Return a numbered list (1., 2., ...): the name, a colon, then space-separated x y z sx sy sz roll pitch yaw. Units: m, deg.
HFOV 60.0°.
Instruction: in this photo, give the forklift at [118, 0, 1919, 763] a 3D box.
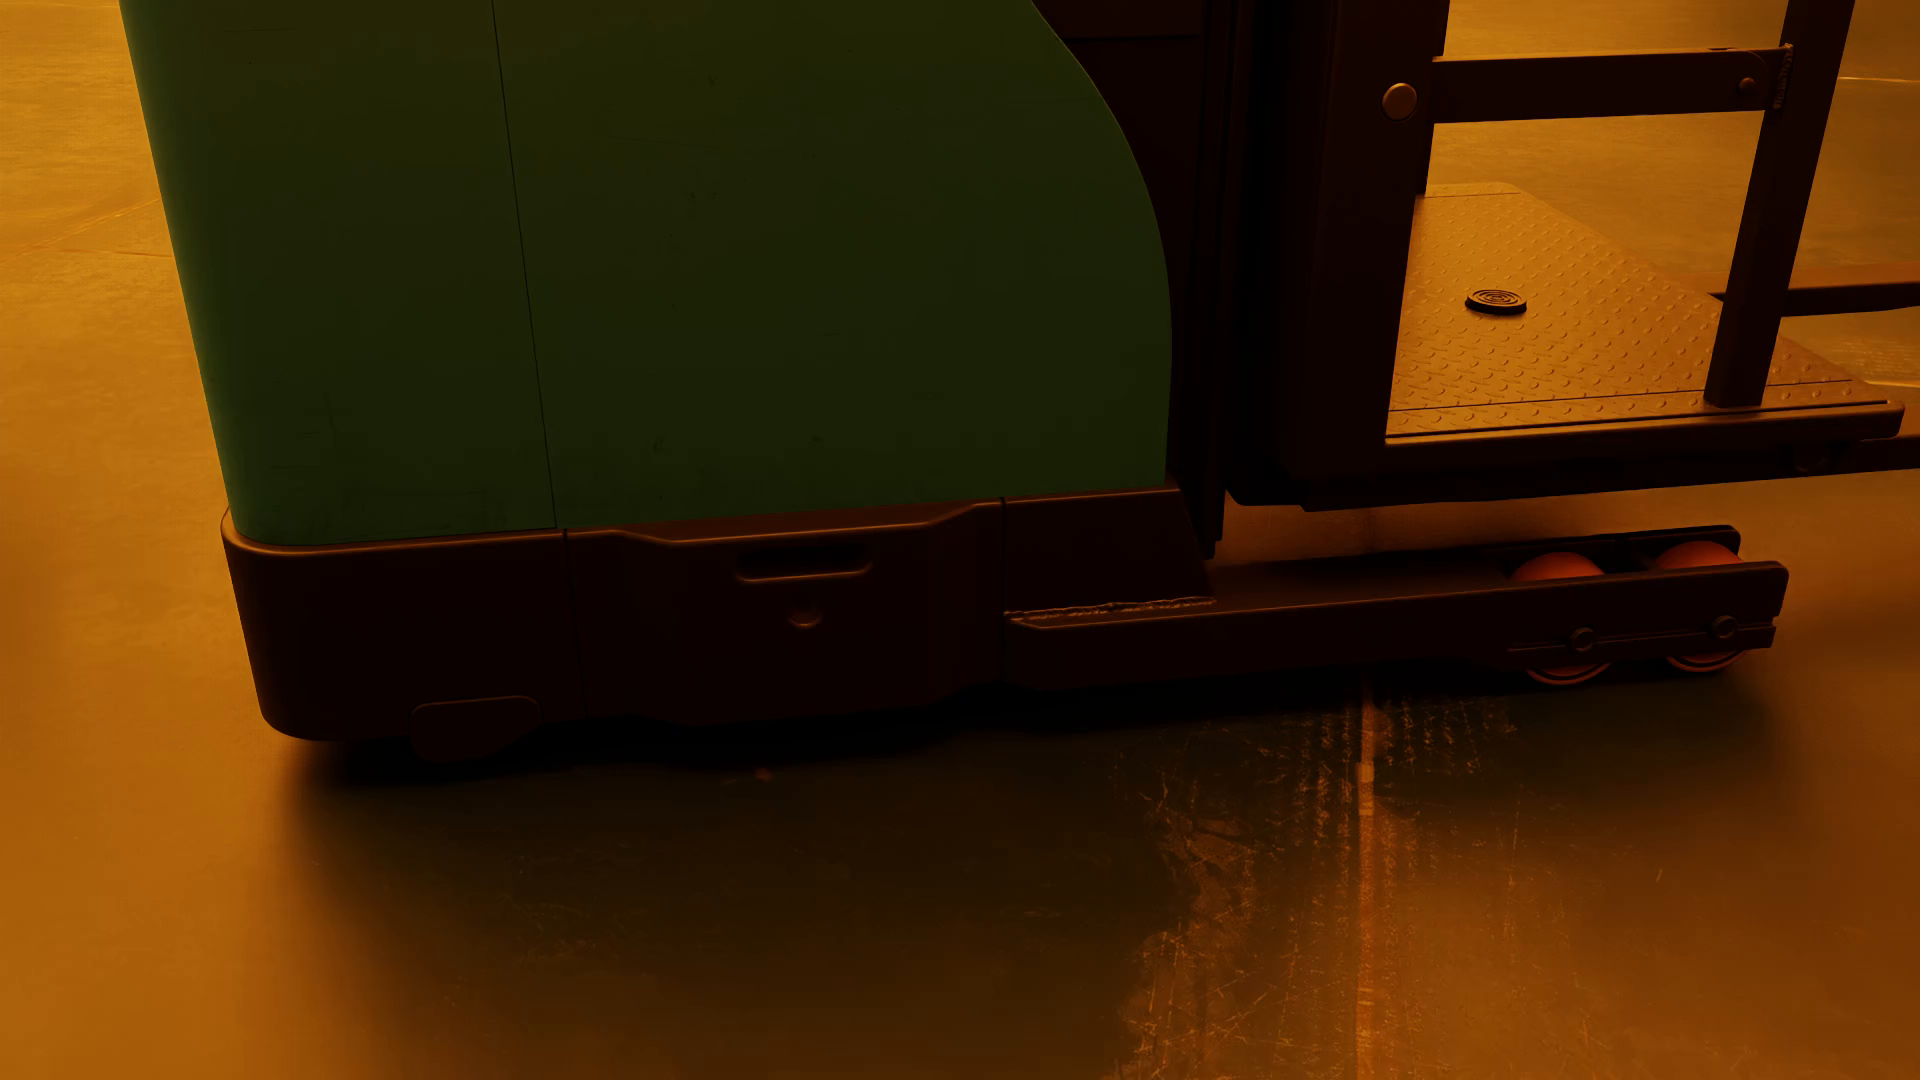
1. forklift: 0.600 -1.354 1.930 3.031 2.935 1.130 -4 27 -9
